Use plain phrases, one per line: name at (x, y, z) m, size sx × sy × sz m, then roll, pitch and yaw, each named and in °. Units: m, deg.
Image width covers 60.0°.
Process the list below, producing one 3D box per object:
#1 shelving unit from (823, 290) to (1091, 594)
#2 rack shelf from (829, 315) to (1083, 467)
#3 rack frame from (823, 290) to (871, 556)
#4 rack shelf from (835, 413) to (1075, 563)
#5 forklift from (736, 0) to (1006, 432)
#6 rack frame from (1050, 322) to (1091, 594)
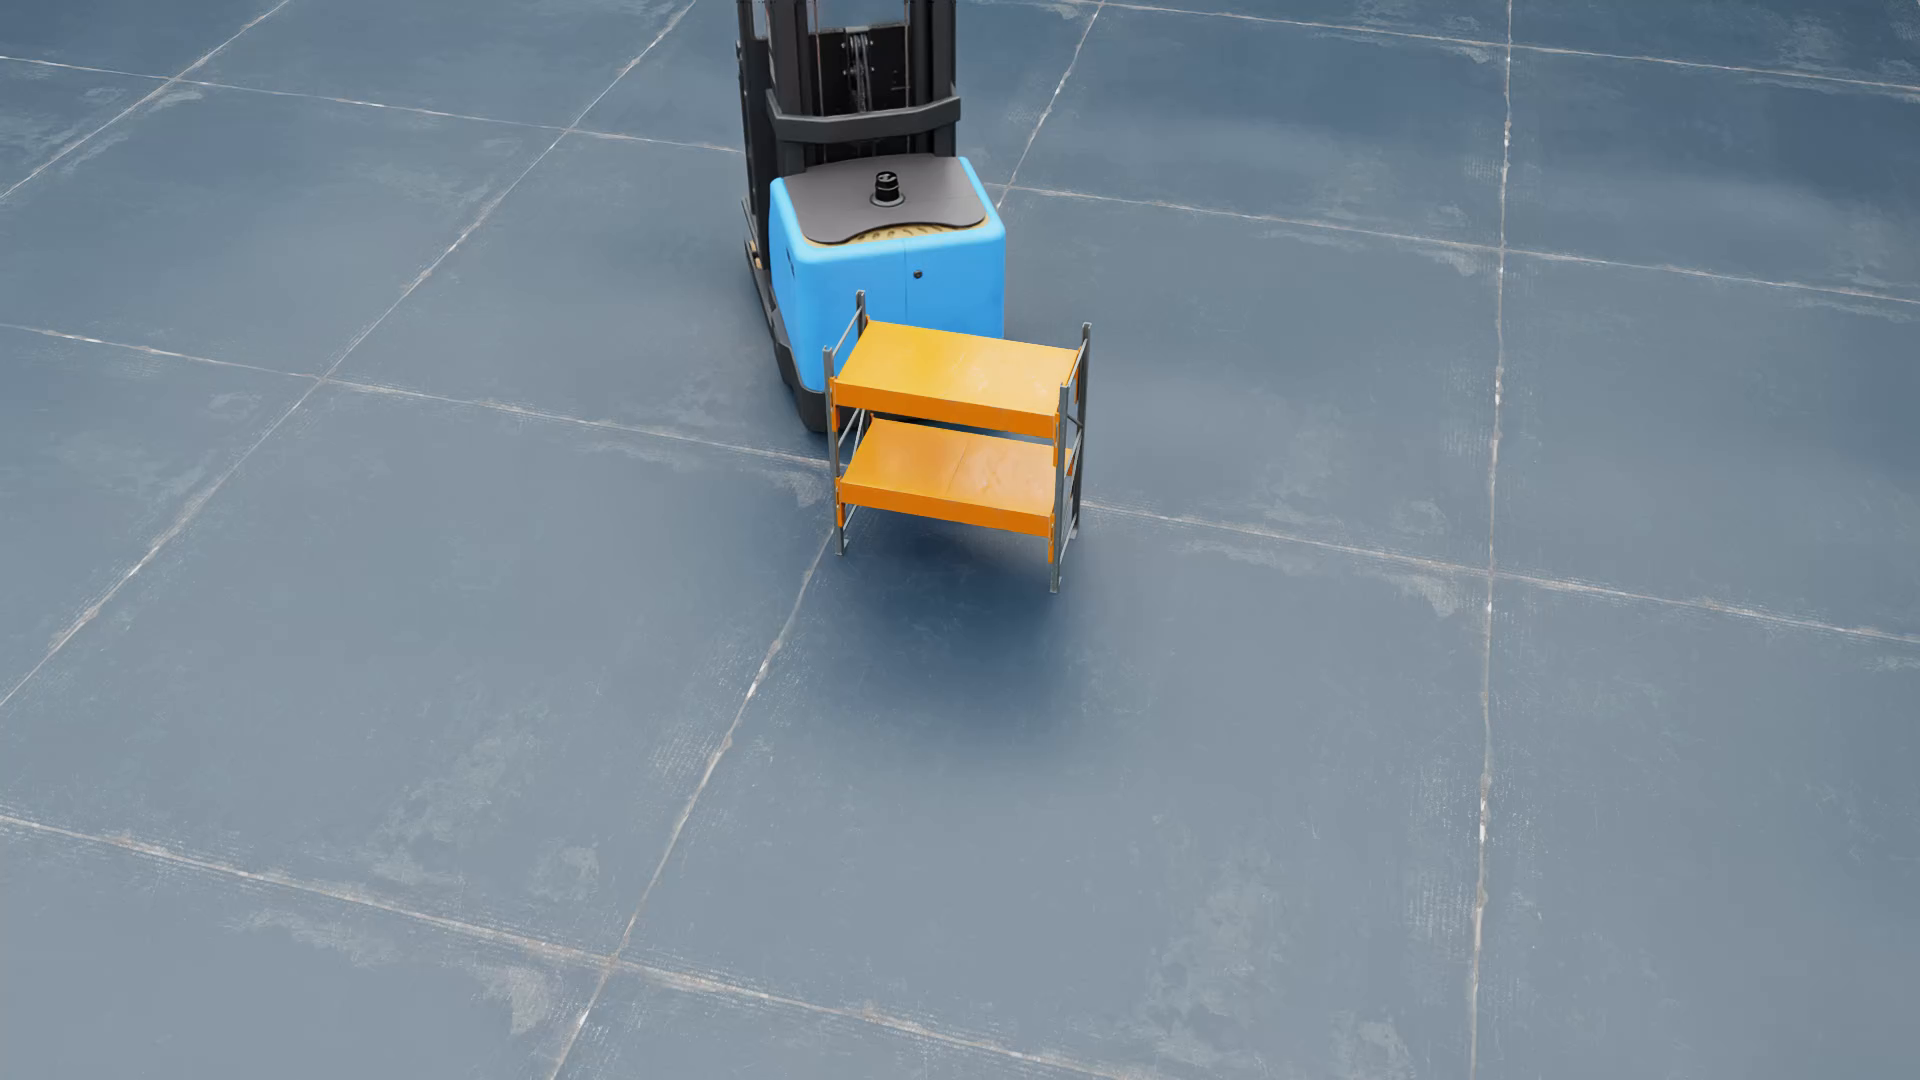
shelving unit at (-0.007, -0.432, 7.414) m, size 1.048 × 1.125 × 0.538 m, roll 10°, pitch 41°, yaw 11°
rack shelf at (-0.007, -0.656, 7.226) m, size 1.000 × 0.278 × 0.538 m, roll 10°, pitch 41°, yaw 11°
rack frame at (-0.498, -0.516, 7.515) m, size 0.032 × 1.125 × 0.500 m, roll 10°, pitch 41°, yaw 11°
rack shelf at (-0.007, -0.245, 7.571) m, size 1.000 × 0.278 × 0.538 m, roll 10°, pitch 41°, yaw 11°
forklift at (-0.620, -2.617, 8.612) m, size 1.130 × 2.935 × 3.031 m, roll -9°, pitch 41°, yaw -11°
rack frame at (0.485, -0.347, 7.314) m, size 0.032 × 1.125 × 0.500 m, roll 10°, pitch 41°, yaw 11°
